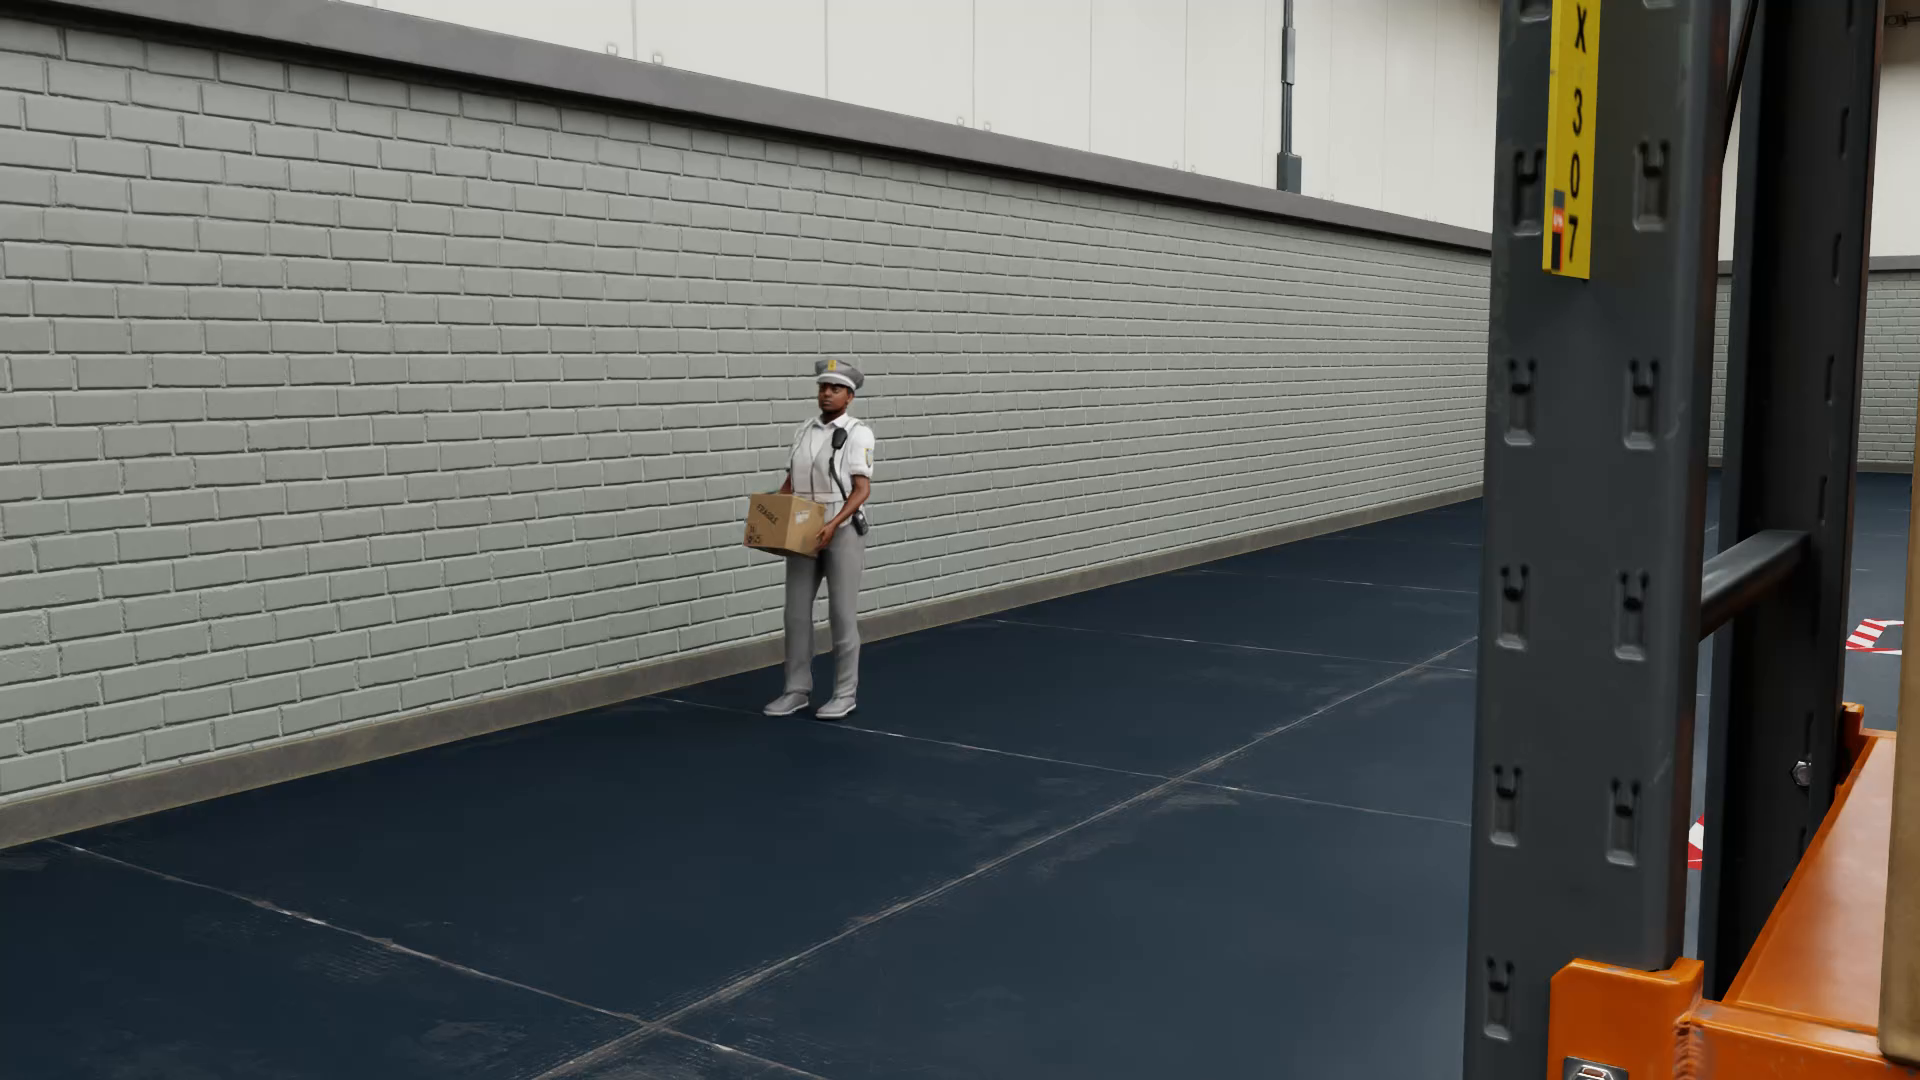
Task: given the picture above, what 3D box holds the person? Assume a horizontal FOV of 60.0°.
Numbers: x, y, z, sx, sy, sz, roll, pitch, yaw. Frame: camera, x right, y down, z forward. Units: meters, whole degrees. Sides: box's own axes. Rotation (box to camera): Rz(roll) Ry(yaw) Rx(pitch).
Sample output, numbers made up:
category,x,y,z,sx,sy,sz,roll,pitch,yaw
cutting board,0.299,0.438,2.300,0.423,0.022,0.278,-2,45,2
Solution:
category,x,y,z,sx,sy,sz,roll,pitch,yaw
person,-0.667,-0.008,7.898,0.491,1.702,0.519,3,7,23
